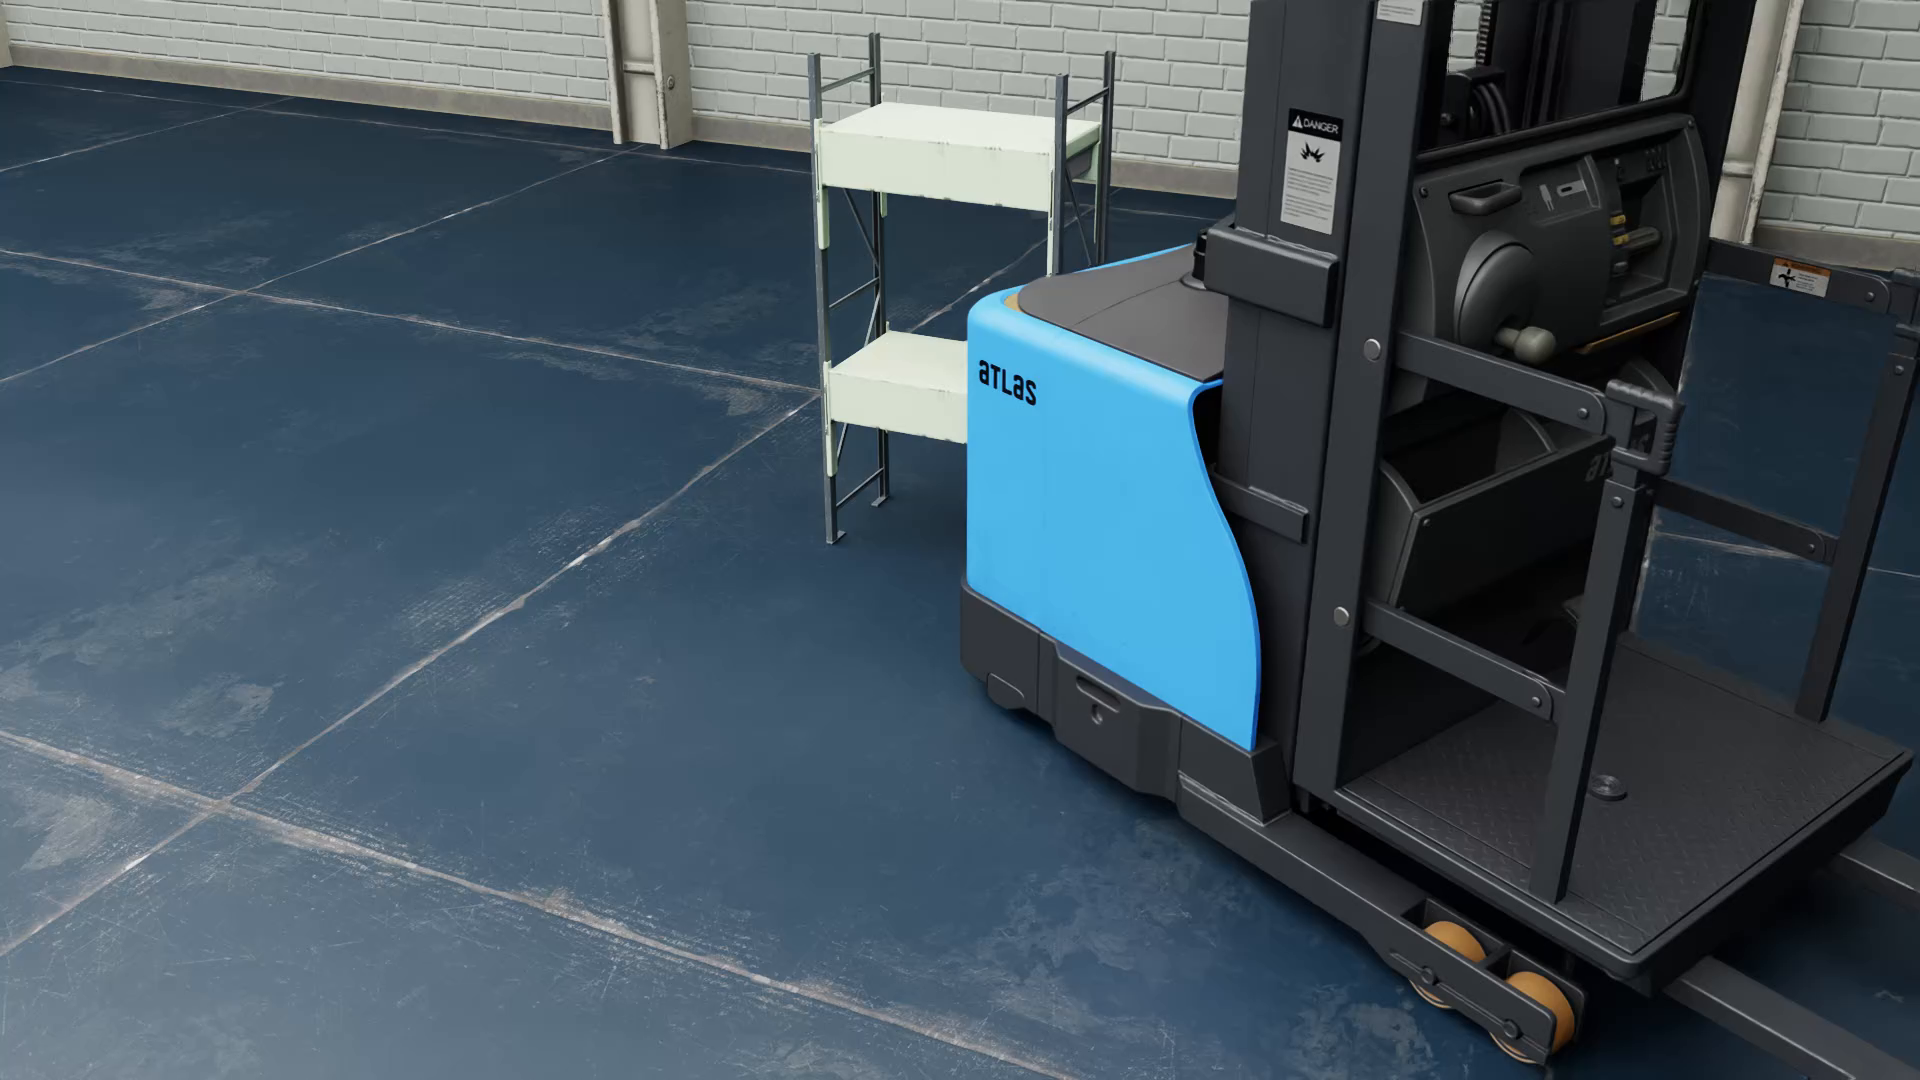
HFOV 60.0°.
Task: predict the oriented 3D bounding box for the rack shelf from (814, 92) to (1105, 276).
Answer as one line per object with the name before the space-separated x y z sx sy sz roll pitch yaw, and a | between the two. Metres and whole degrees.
rack shelf | 0.006 -1.022 4.744 0.720 0.370 0.431 11 28 22

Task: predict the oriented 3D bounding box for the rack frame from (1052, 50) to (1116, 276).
rack frame | 0.339 -0.605 4.780 0.023 1.500 0.400 11 28 22

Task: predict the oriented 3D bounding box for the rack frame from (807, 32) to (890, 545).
rack frame | -0.327 -0.739 5.052 0.023 1.500 0.400 11 28 22

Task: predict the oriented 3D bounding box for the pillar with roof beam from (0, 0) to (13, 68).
pillar with roof beam | -9.125 -5.861 6.967 0.400 9.000 9.100 11 28 22

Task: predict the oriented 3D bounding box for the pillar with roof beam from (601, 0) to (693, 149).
pillar with roof beam | -3.663 -4.764 4.738 0.400 9.000 9.100 11 28 22

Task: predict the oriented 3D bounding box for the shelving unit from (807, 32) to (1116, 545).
shelving unit | 0.006 -0.672 4.916 0.755 1.500 0.431 11 28 22

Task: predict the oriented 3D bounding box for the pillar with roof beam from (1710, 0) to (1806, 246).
pillar with roof beam | 1.799 -3.667 2.510 0.400 9.000 9.100 11 28 22

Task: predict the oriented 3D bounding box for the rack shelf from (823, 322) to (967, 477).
rack shelf | 0.006 -0.379 5.060 0.720 0.370 0.431 11 28 22

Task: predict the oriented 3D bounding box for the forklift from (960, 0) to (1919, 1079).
forklift | 1.312 -0.560 3.068 1.130 2.935 3.031 -19 32 -34
